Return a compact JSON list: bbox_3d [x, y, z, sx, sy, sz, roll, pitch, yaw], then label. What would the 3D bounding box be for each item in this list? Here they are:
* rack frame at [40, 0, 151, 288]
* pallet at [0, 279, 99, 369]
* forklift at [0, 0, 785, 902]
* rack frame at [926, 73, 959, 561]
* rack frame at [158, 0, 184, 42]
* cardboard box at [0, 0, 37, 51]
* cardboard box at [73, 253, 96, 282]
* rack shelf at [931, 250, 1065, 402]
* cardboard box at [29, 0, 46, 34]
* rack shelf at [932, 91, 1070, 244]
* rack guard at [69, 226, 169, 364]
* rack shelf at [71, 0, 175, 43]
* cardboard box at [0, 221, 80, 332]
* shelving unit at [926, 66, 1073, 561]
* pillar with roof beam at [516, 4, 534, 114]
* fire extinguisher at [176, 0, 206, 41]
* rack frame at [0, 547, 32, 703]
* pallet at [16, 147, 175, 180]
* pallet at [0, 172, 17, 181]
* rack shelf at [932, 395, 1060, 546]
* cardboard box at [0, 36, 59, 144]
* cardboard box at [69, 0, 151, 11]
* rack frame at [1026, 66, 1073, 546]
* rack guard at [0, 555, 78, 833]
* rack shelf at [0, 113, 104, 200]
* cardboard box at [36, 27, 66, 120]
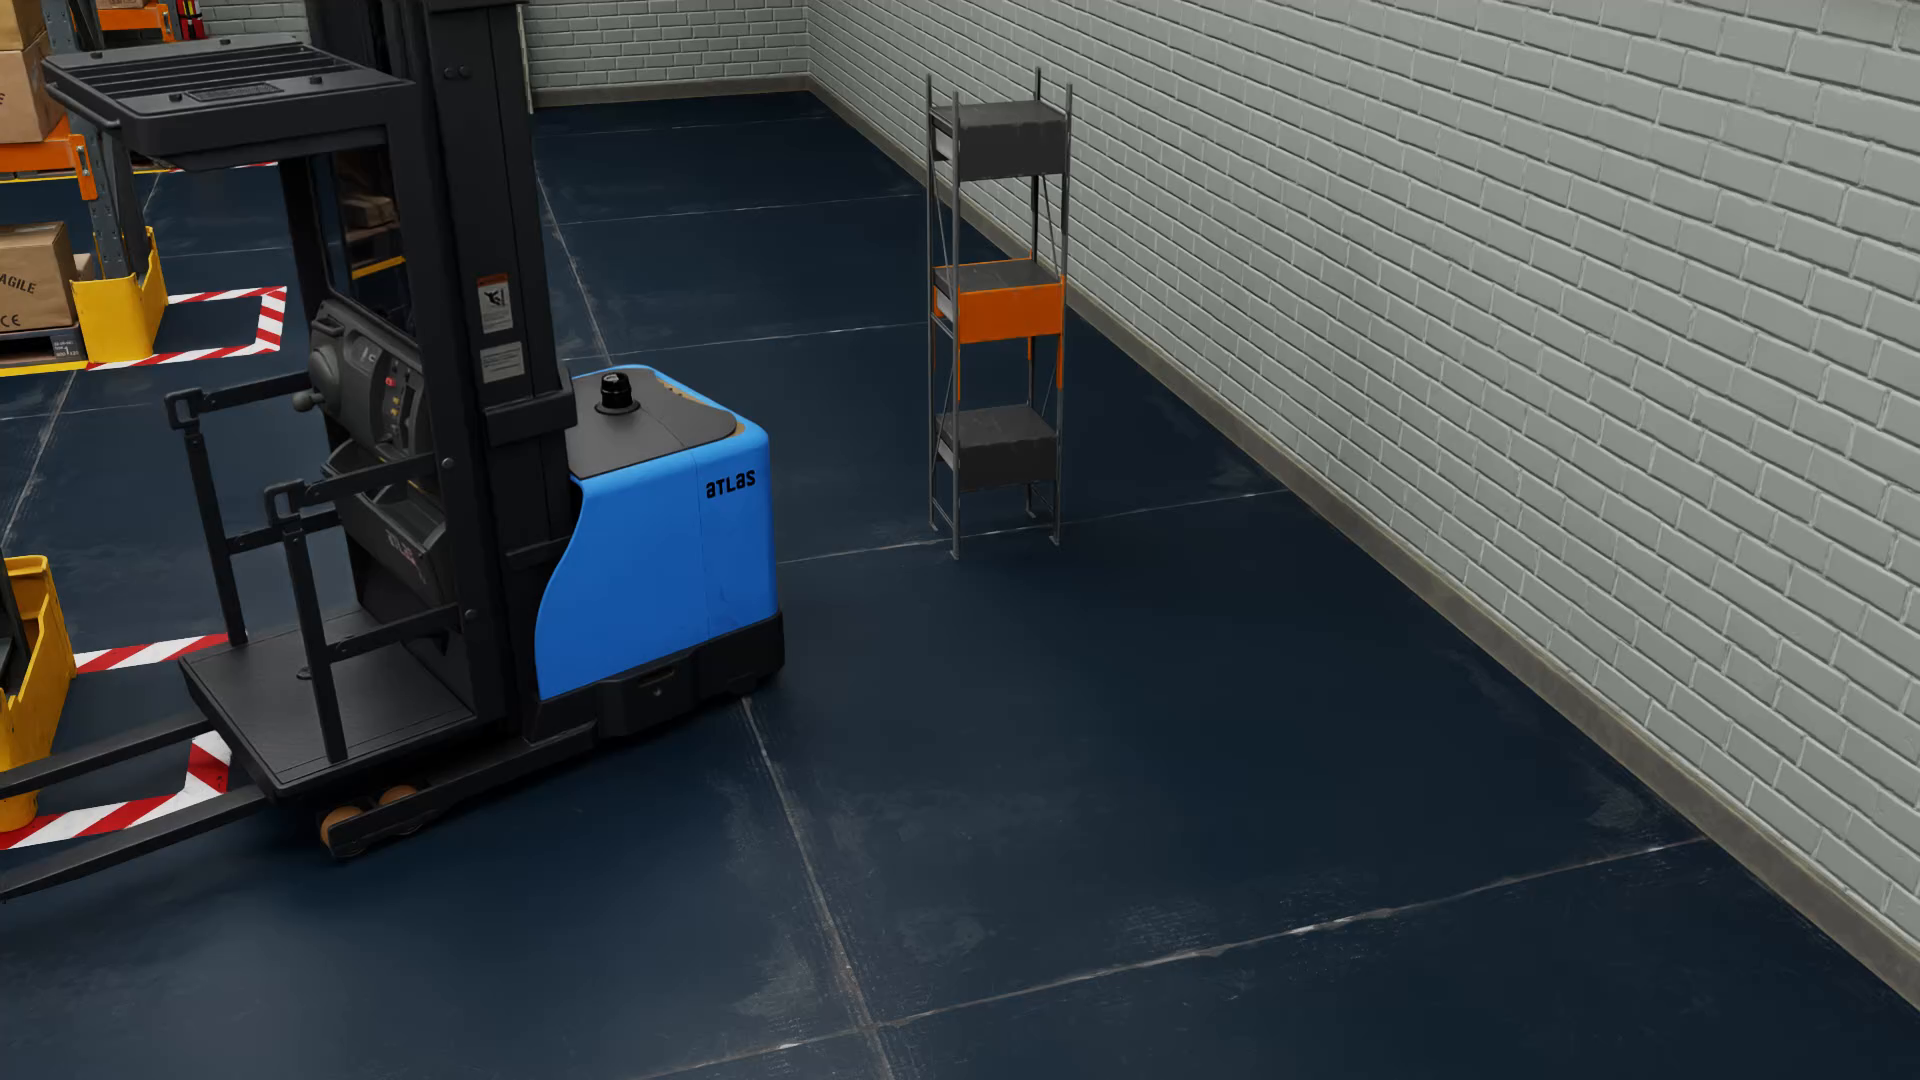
[{"bbox_3d":[-5.103,-2.660,9.734,0.127,3.000,1.000,-8,28,-16],"label":"rack frame"},{"bbox_3d":[-5.933,-1.290,10.112,1.213,0.211,1.003,-8,28,-16],"label":"pallet"},{"bbox_3d":[-2.158,-0.511,5.484,3.031,2.935,1.130,-20,33,-34],"label":"forklift"},{"bbox_3d":[-0.075,-0.930,7.261,0.015,2.100,0.400,-8,28,-16],"label":"rack frame"},{"bbox_3d":[-6.640,-4.754,13.952,0.127,3.000,1.000,-8,28,-16],"label":"rack frame"},{"bbox_3d":[-5.441,-2.975,9.132,0.500,0.500,0.500,-8,28,-17],"label":"cardboard box"},{"bbox_3d":[-5.607,-1.668,10.447,0.250,0.149,0.380,-8,28,-16],"label":"cardboard box"},{"bbox_3d":[0.157,-0.951,7.335,0.480,0.518,0.431,-8,28,-16],"label":"rack shelf"},{"bbox_3d":[-5.606,-3.203,9.591,0.500,0.500,0.500,-7,27,-15],"label":"cardboard box"},{"bbox_3d":[0.157,-1.578,7.024,0.480,0.518,0.431,-8,28,-16],"label":"rack shelf"},{"bbox_3d":[-5.175,-1.530,10.269,0.348,0.500,1.175,-8,28,-16],"label":"rack guard"},{"bbox_3d":[-8.542,-4.156,13.558,4.000,0.370,1.077,-8,28,-16],"label":"rack shelf"},{"bbox_3d":[-5.543,-1.558,9.832,0.500,0.500,0.500,-8,28,-16],"label":"cardboard box"},{"bbox_3d":[0.157,-0.963,7.329,0.503,2.100,0.431,-8,28,-16],"label":"shelving unit"},{"bbox_3d":[-3.008,-6.358,10.437,0.400,9.000,9.100,-8,28,-16],"label":"pillar with roof beam"},{"bbox_3d":[-6.354,-4.378,13.701,0.183,0.674,0.296,-8,28,-16],"label":"fire extinguisher"},{"bbox_3d":[-3.572,-0.565,5.515,0.127,3.000,1.000,-8,28,-16],"label":"rack frame"},{"bbox_3d":[-7.376,-3.362,14.284,1.213,0.211,1.003,-8,28,-16],"label":"pallet"},{"bbox_3d":[-8.534,-3.195,13.949,1.213,0.211,1.003,-8,28,-16],"label":"pallet"},{"bbox_3d":[0.157,-0.324,7.646,0.480,0.518,0.431,-8,28,-16],"label":"rack shelf"},{"bbox_3d":[-5.444,-2.528,9.356,0.500,0.500,0.500,-7,27,-15],"label":"cardboard box"},{"bbox_3d":[-7.122,-4.814,13.736,0.700,0.700,0.980,-7,27,-14],"label":"cardboard box"},{"bbox_3d":[0.389,-0.997,7.397,0.015,2.100,0.400,-8,28,-16],"label":"rack frame"},{"bbox_3d":[-3.553,0.546,6.088,0.348,0.500,1.175,-8,28,-16],"label":"rack guard"},{"bbox_3d":[-7.004,-2.062,9.340,4.000,0.370,1.077,-8,28,-16],"label":"rack shelf"},{"bbox_3d":[-5.606,-2.755,9.814,0.500,0.500,0.500,-8,27,-15],"label":"cardboard box"}]
